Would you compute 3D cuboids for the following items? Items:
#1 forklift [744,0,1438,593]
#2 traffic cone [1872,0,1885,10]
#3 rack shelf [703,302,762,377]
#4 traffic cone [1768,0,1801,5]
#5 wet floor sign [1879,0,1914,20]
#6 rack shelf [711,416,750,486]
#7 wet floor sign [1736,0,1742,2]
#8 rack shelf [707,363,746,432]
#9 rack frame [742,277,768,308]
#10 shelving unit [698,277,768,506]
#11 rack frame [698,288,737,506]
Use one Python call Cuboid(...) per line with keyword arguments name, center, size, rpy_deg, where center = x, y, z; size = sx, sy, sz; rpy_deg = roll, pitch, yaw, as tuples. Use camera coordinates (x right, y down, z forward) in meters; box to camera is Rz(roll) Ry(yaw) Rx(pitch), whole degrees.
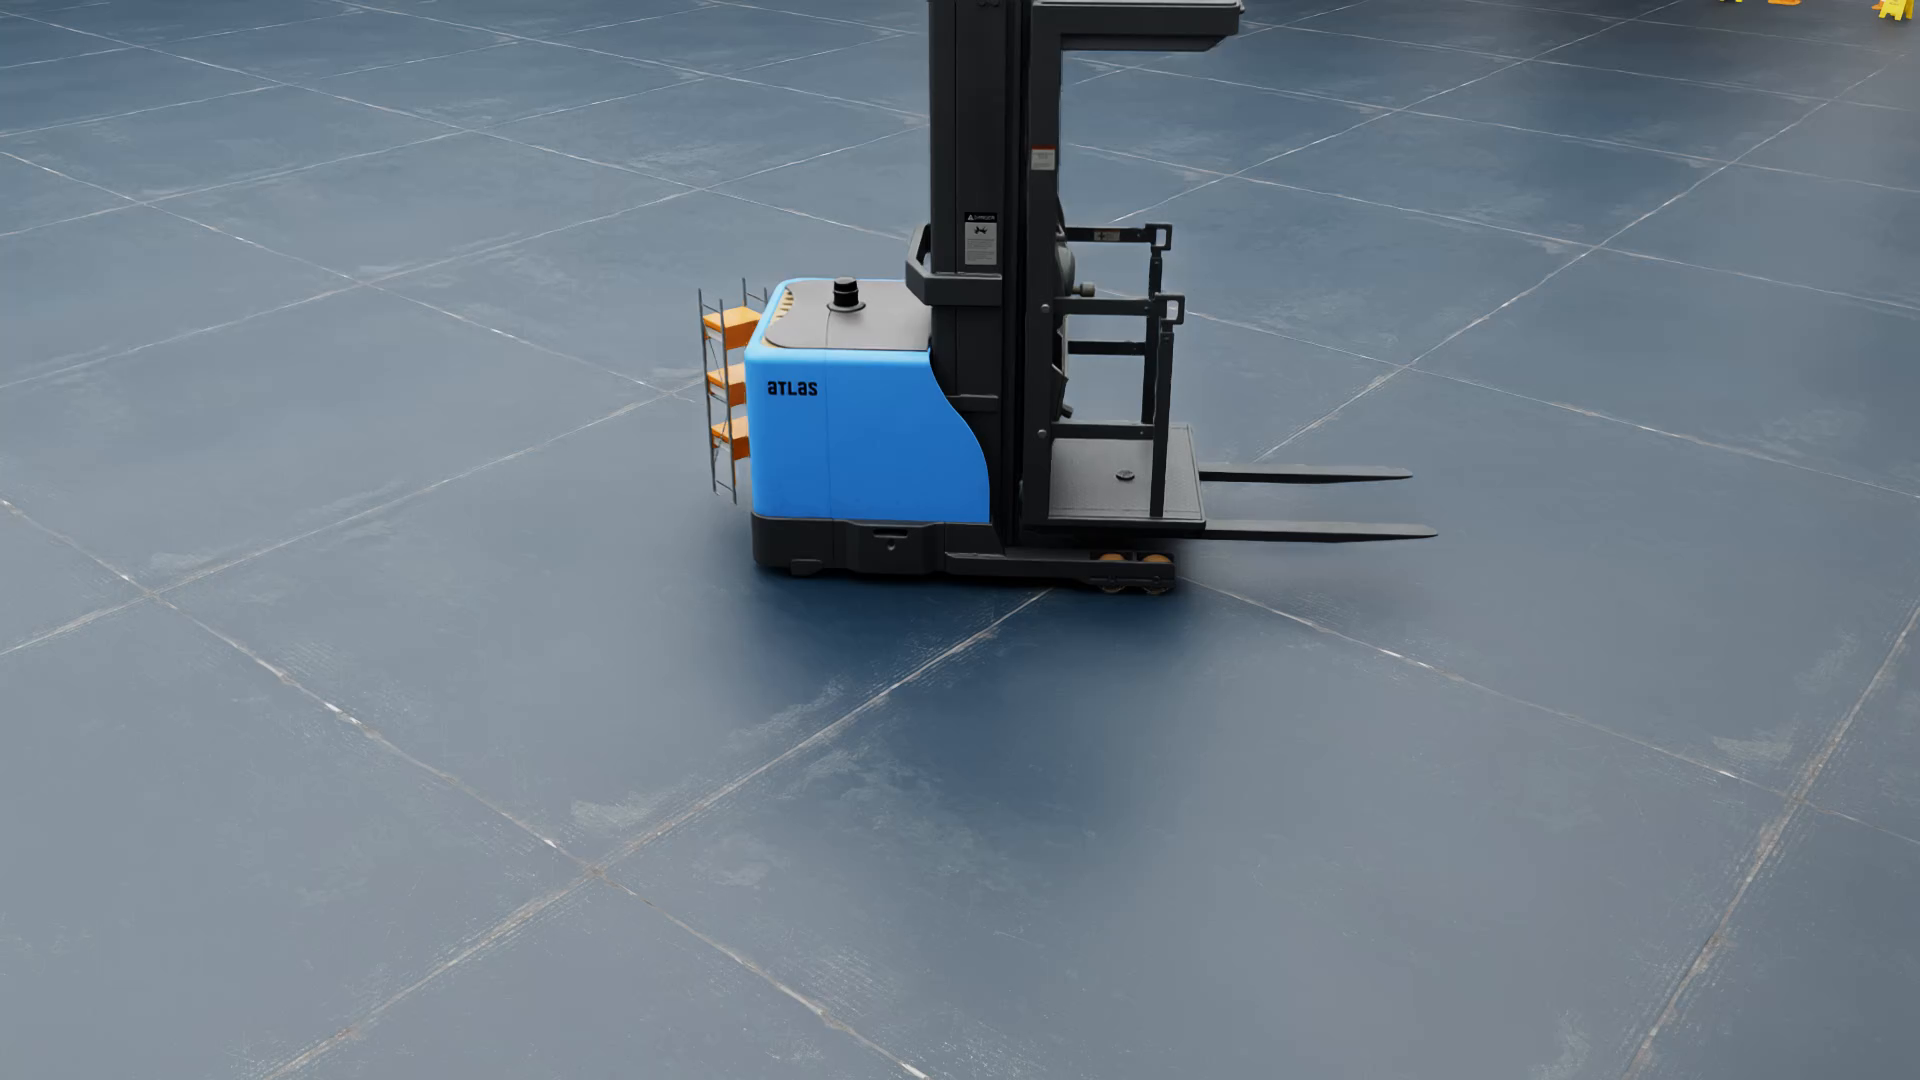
Cuboid(name="forklift", center=(0.611, -1.321, 7.113), size=(3.031, 2.935, 1.130), rpy_deg=(2, 27, 3))
Cuboid(name="traffic cone", center=(11.318, -6.684, 20.166), size=(0.336, 0.463, 0.334), rpy_deg=(21, 34, 34))
Cuboid(name="rack shelf", center=(-1.057, -0.947, 7.843), size=(0.240, 0.259, 0.215), rpy_deg=(-21, 34, -35))
Cuboid(name="traffic cone", center=(10.246, -6.887, 20.560), size=(0.336, 0.463, 0.334), rpy_deg=(21, 34, 34))
Cuboid(name="wet floor sign", center=(11.094, -6.481, 19.575), size=(0.232, 0.644, 0.267), rpy_deg=(-15, 31, -27))
Cuboid(name="rack shelf", center=(-1.057, -0.448, 8.100), size=(0.240, 0.259, 0.215), rpy_deg=(-21, 34, -35))
Cuboid(name="wet floor sign", center=(9.666, -7.057, 20.689), size=(0.267, 0.644, 0.232), rpy_deg=(15, 31, 26))
Cuboid(name="rack shelf", center=(-1.057, -0.695, 7.973), size=(0.240, 0.259, 0.215), rpy_deg=(-21, 34, -35))
Cuboid(name="rack frame", center=(-0.963, -0.740, 8.037), size=(0.008, 1.050, 0.200), rpy_deg=(-21, 34, -35))
Cuboid(name="shelving unit", center=(-1.057, -0.704, 7.968), size=(0.252, 1.050, 0.215), rpy_deg=(-21, 34, -35))
Cuboid(name="rack frame", center=(-1.151, -0.668, 7.899), size=(0.008, 1.050, 0.200), rpy_deg=(-21, 34, -35))
